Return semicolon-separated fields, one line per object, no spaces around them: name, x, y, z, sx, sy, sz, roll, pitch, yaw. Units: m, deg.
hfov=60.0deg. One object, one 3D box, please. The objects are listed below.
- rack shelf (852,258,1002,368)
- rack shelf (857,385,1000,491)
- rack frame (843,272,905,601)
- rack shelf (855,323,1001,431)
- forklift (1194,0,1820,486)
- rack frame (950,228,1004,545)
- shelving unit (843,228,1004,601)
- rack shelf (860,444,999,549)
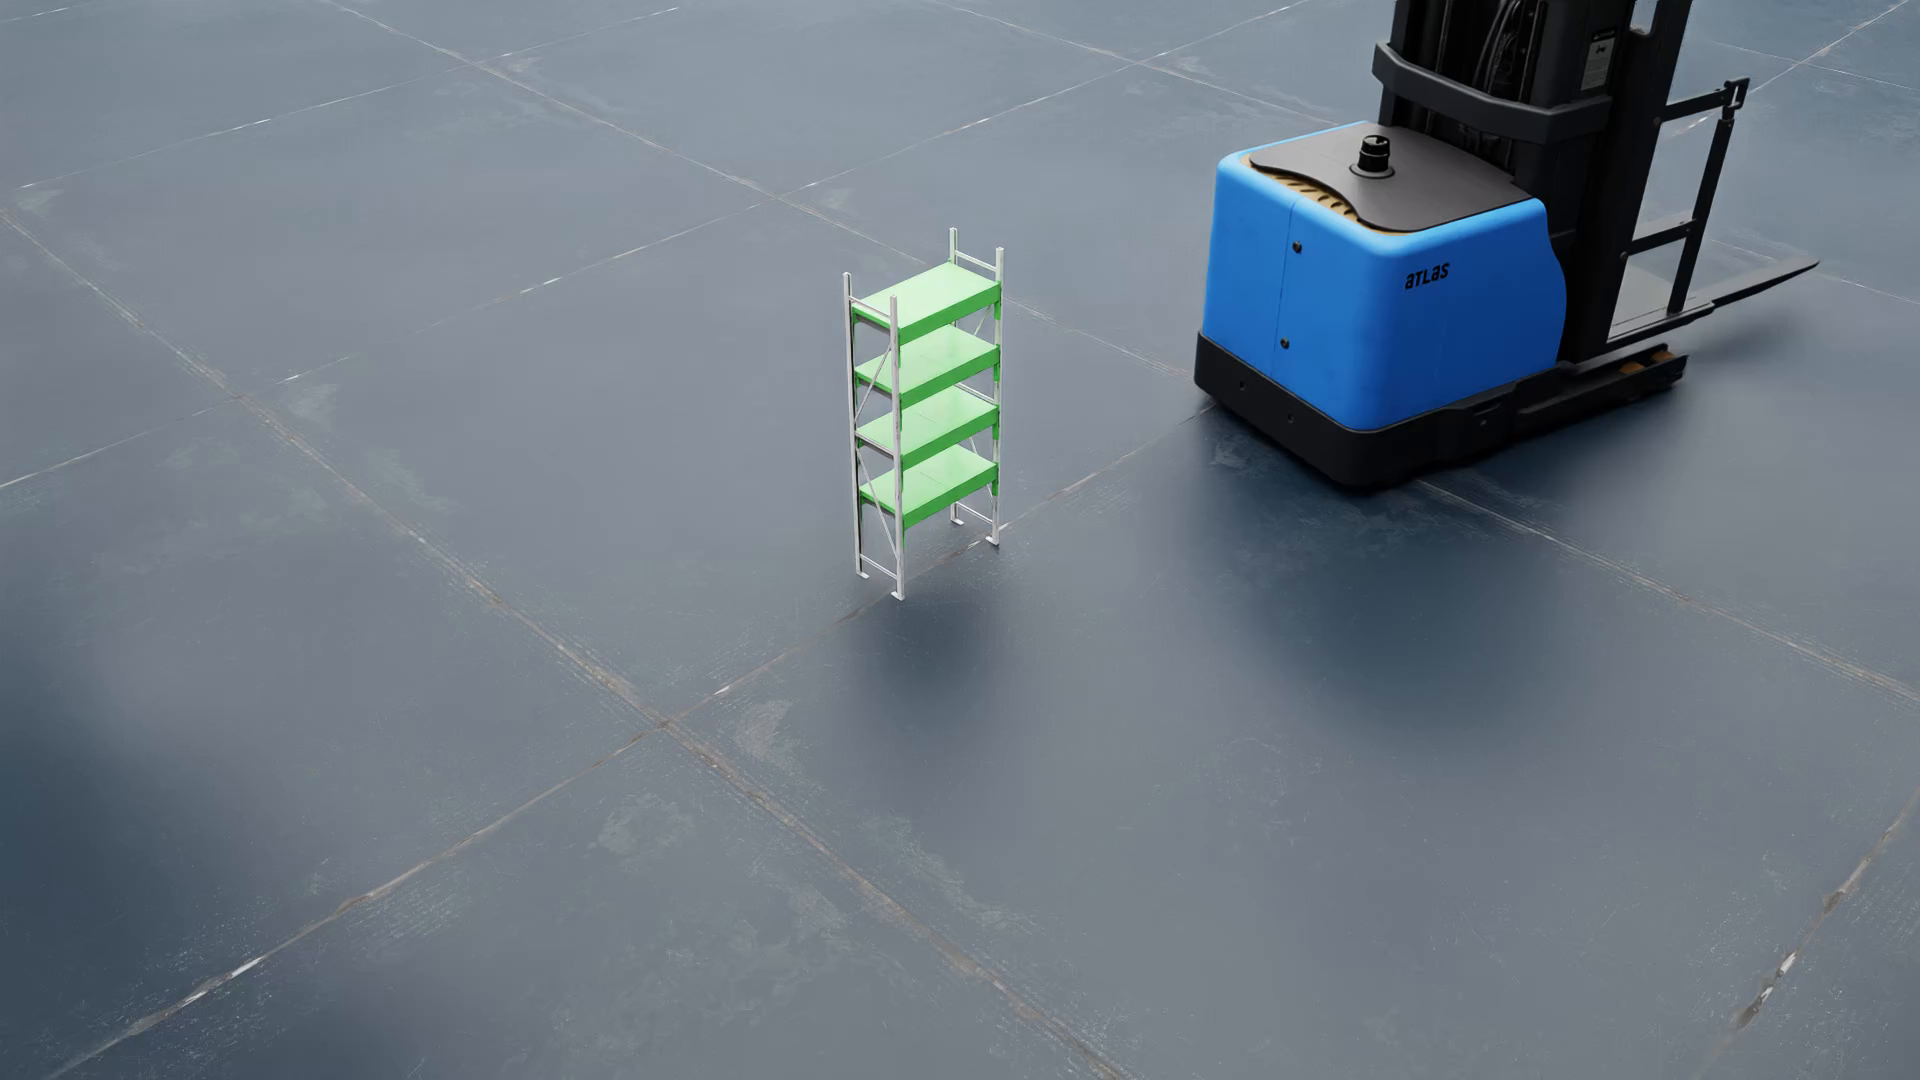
rack shelf;-0.117;-0.766;5.572;0.258;0.148;0.480;30;45;35
rack shelf;-0.117;-0.373;5.847;0.258;0.148;0.480;30;45;35
rack frame;-0.289;-0.326;5.668;0.240;1.200;0.015;30;45;35
rack shelf;-0.117;-0.569;5.710;0.258;0.148;0.480;30;45;35
forklift;2.526;-2.033;6.603;3.031;2.935;1.130;-19;39;-25
rack frame;0.055;-0.524;5.952;0.240;1.200;0.015;30;45;35
shelving unit;-0.117;-0.425;5.810;0.258;1.200;0.503;30;45;35
rack shelf;-0.117;-0.176;5.984;0.258;0.148;0.480;30;45;35
